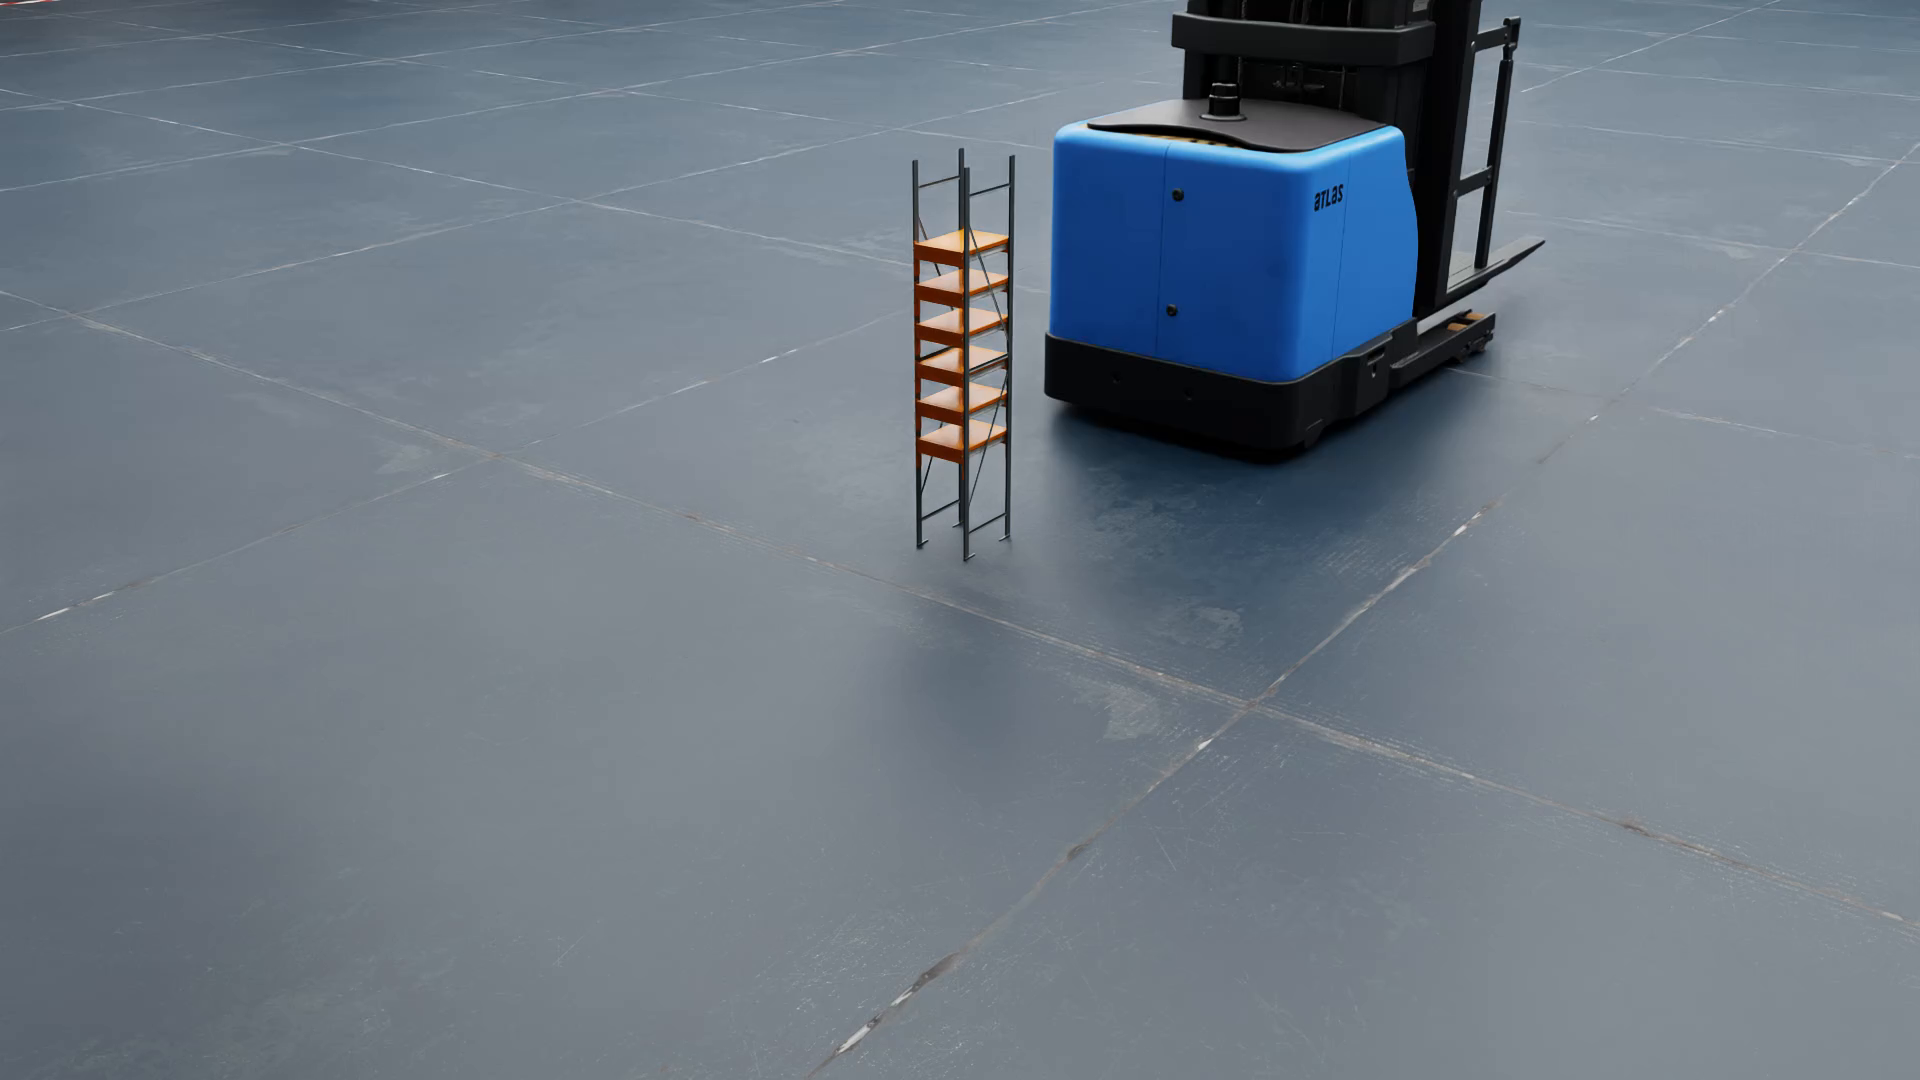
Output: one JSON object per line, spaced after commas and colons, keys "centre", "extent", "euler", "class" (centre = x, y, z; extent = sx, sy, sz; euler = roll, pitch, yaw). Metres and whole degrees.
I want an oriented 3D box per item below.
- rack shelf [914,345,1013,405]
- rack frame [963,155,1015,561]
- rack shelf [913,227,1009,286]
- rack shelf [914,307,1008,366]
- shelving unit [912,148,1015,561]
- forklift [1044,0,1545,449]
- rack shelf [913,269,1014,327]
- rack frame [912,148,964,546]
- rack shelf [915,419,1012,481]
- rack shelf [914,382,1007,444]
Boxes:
{"centre": [0.012, -0.505, 5.018], "extent": [0.180, 0.103, 0.258], "euler": [17, 29, 33], "class": "rack shelf"}
{"centre": [0.085, -0.523, 4.950], "extent": [0.006, 1.200, 0.240], "euler": [17, 29, 33], "class": "rack frame"}
{"centre": [0.012, -0.834, 4.873], "extent": [0.180, 0.103, 0.258], "euler": [17, 29, 33], "class": "rack shelf"}
{"centre": [0.012, -0.615, 4.970], "extent": [0.180, 0.103, 0.258], "euler": [17, 29, 33], "class": "rack shelf"}
{"centre": [0.012, -0.546, 5.000], "extent": [0.189, 1.200, 0.258], "euler": [17, 29, 33], "class": "shelving unit"}
{"centre": [1.619, -2.186, 6.575], "extent": [1.130, 2.935, 3.031], "euler": [17, 29, 34], "class": "forklift"}
{"centre": [0.012, -0.725, 4.921], "extent": [0.180, 0.103, 0.258], "euler": [17, 29, 33], "class": "rack shelf"}
{"centre": [-0.062, -0.568, 5.050], "extent": [0.006, 1.200, 0.240], "euler": [17, 29, 33], "class": "rack frame"}
{"centre": [0.012, -0.285, 5.115], "extent": [0.180, 0.103, 0.258], "euler": [17, 29, 33], "class": "rack shelf"}
{"centre": [0.012, -0.395, 5.066], "extent": [0.180, 0.103, 0.258], "euler": [17, 29, 33], "class": "rack shelf"}
